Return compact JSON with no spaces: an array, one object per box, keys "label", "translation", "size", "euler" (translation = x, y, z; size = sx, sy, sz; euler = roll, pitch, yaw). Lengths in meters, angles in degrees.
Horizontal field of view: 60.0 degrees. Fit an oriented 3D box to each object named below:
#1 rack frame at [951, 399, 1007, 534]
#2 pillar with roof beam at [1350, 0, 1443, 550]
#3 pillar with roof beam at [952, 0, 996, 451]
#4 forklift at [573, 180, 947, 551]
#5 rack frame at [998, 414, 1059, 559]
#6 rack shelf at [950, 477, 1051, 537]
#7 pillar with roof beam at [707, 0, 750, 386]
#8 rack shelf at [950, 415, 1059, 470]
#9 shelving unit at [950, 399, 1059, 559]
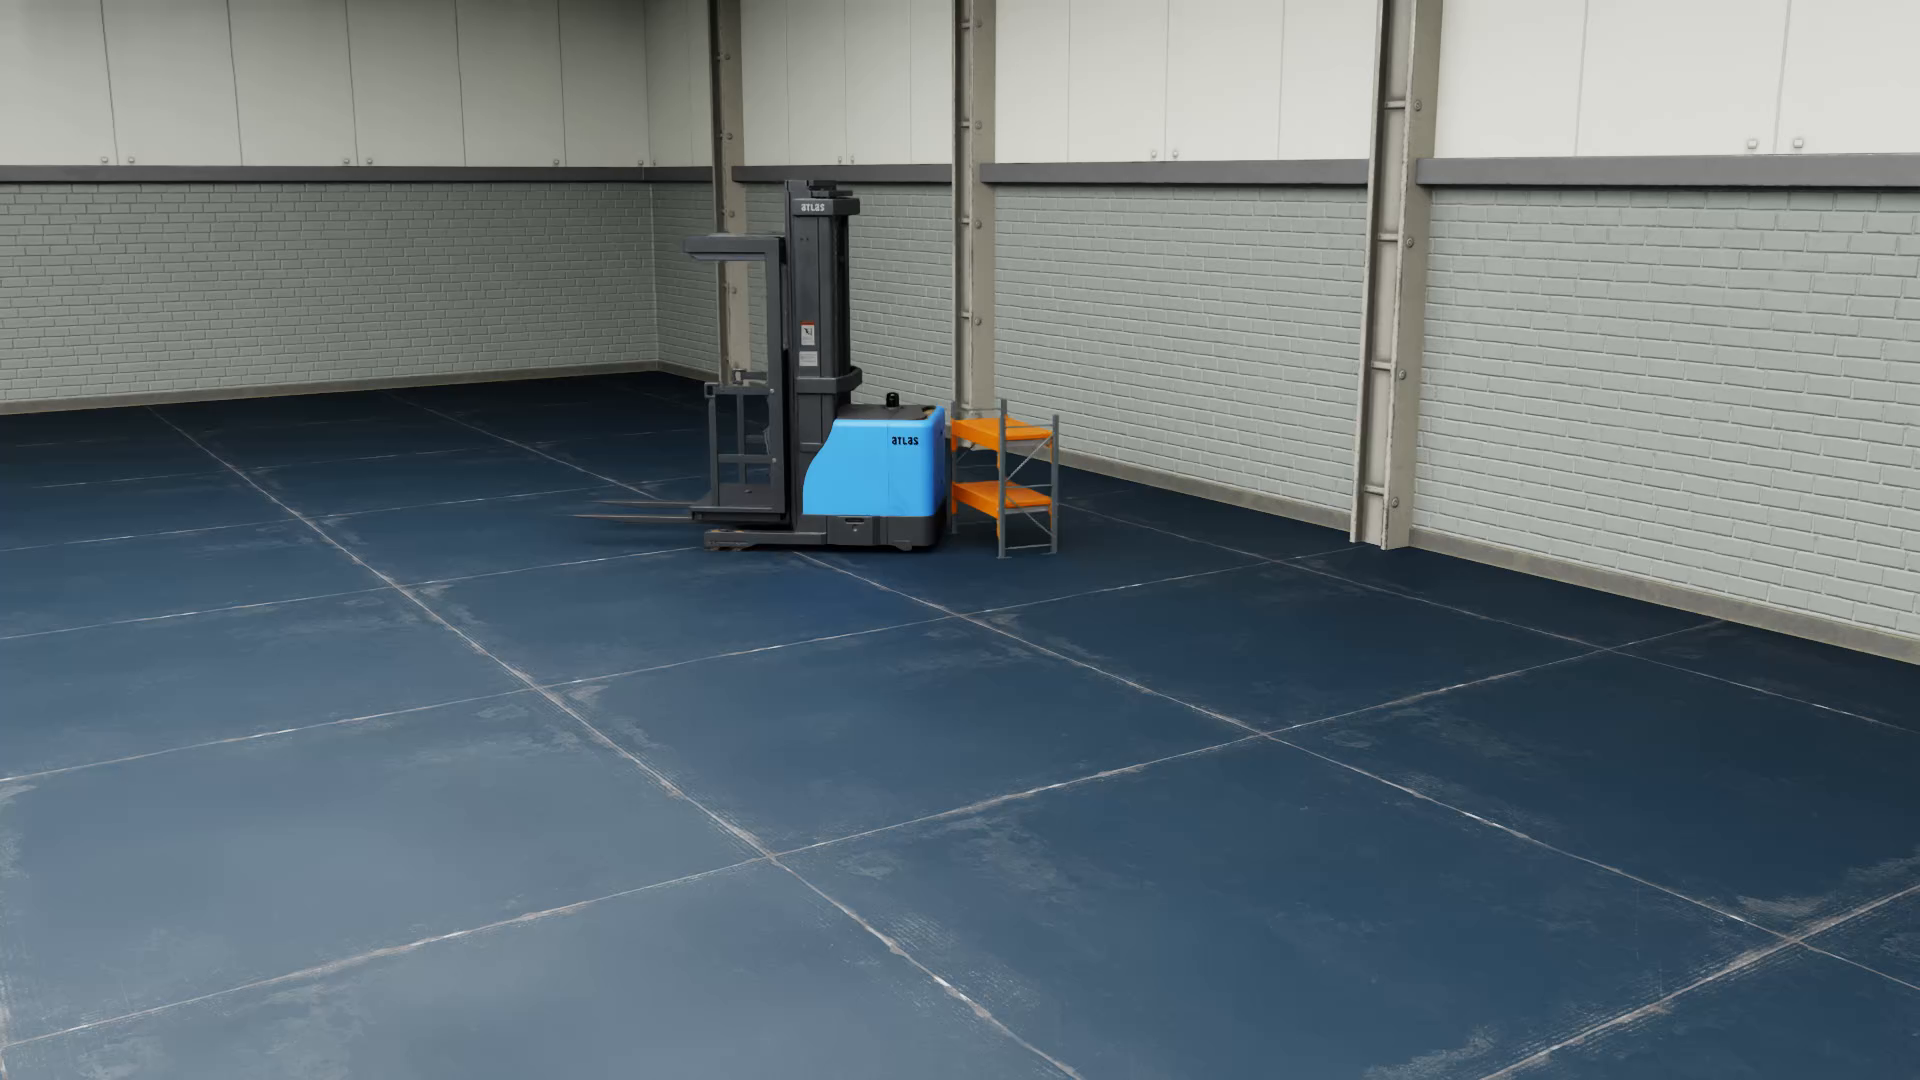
[{"label":"rack frame","translation":[0.160,-0.621,14.068],"size":[0.500,1.125,0.032],"euler":[-5,13,-22]},{"label":"pillar with roof beam","translation":[-0.113,-3.859,10.445],"size":[9.100,9.000,0.400],"euler":[-8,15,-33]},{"label":"pillar with roof beam","translation":[-3.437,-4.926,15.325],"size":[9.100,9.000,0.400],"euler":[-8,15,-33]},{"label":"forklift","translation":[-1.661,-1.453,13.645],"size":[3.031,2.935,1.130],"euler":[1,12,5]},{"label":"rack frame","translation":[0.543,-0.420,13.148],"size":[0.500,1.125,0.032],"euler":[-5,13,-22]},{"label":"rack shelf","translation":[0.351,-0.281,13.660],"size":[0.538,0.278,1.000],"euler":[-5,13,-22]},{"label":"pillar with roof beam","translation":[-6.762,-5.993,20.205],"size":[9.100,9.000,0.400],"euler":[-8,15,-33]},{"label":"rack shelf","translation":[0.351,-0.806,13.545],"size":[0.538,0.278,1.000],"euler":[-5,13,-22]},{"label":"shelving unit","translation":[0.351,-0.520,13.608],"size":[0.538,1.125,1.048],"euler":[-5,13,-22]}]
